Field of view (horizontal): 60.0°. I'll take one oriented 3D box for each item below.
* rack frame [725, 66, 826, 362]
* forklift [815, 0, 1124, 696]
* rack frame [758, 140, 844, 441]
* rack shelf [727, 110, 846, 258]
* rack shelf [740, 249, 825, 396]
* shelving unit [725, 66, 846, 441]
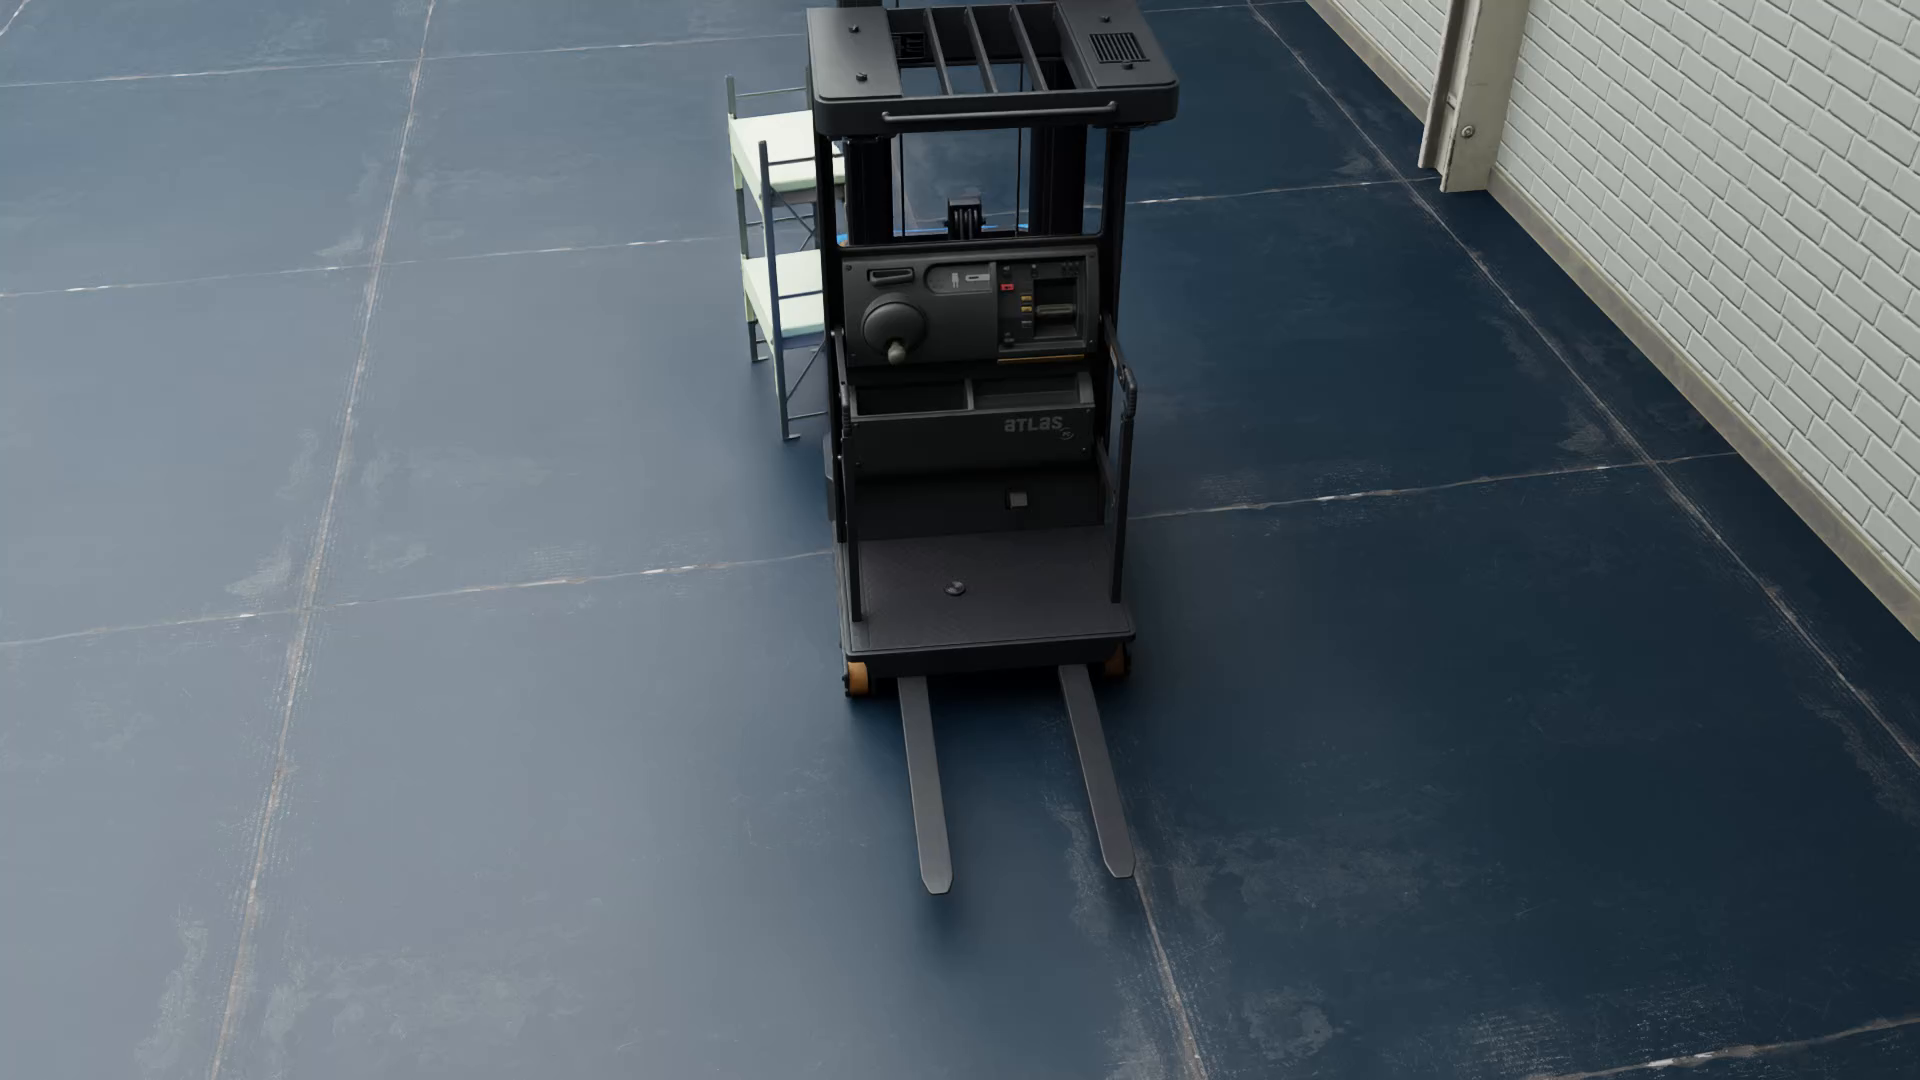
[{"bbox_3d":[-0.866,-1.534,8.002,0.400,1.500,0.023,-11,39,-13],"label":"rack frame"},{"bbox_3d":[0.065,-0.775,5.859,1.121,2.935,3.031,-4,38,-5],"label":"forklift"},{"bbox_3d":[-0.651,-1.105,7.450,0.400,1.500,0.023,-11,39,-13],"label":"rack frame"},{"bbox_3d":[-0.758,-1.628,7.486,0.431,0.370,0.720,-11,39,-13],"label":"rack shelf"},{"bbox_3d":[-0.758,-1.062,7.926,0.431,0.370,0.720,-11,39,-13],"label":"rack shelf"},{"bbox_3d":[-0.758,-1.319,7.726,0.431,1.500,0.755,-11,39,-13],"label":"shelving unit"}]
